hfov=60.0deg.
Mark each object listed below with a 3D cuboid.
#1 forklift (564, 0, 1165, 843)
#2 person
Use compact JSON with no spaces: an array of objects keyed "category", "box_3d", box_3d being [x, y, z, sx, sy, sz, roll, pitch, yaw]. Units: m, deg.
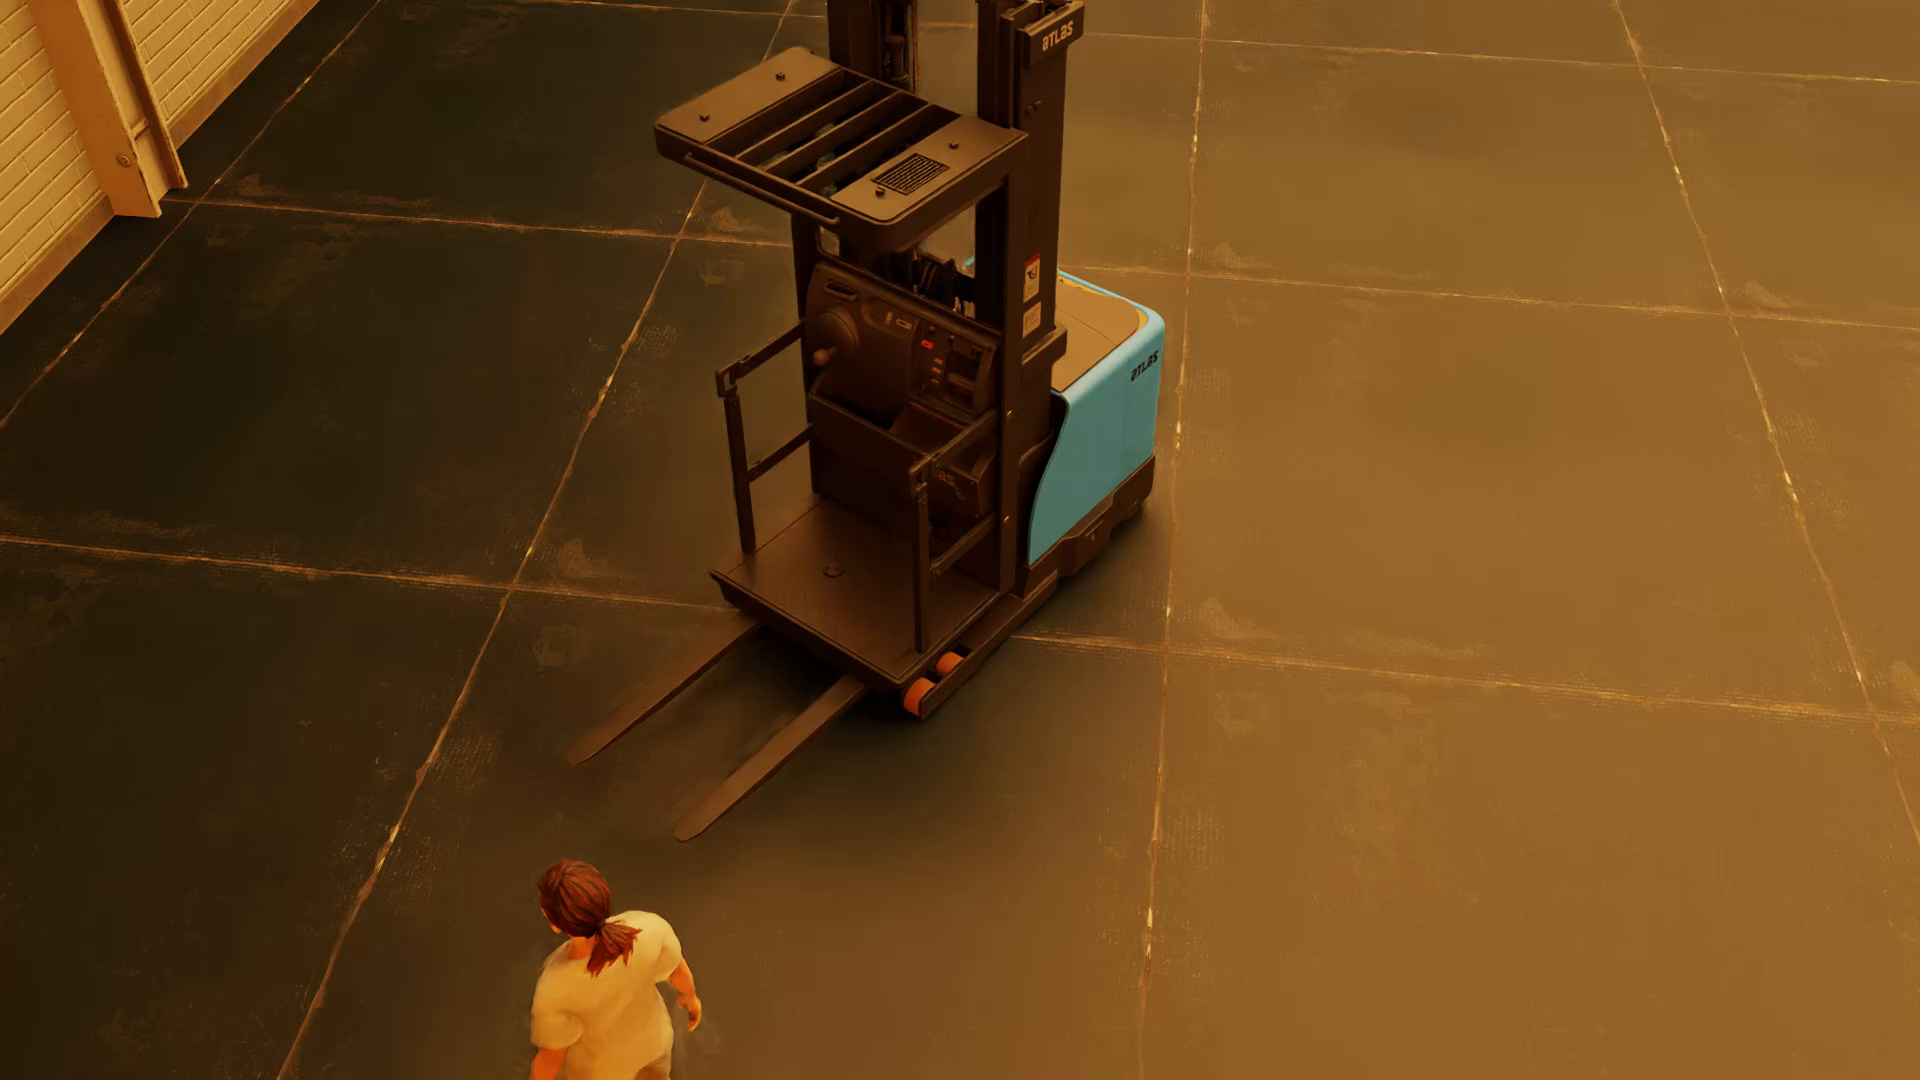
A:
[{"category":"forklift","box_3d":[-0.377,-0.710,6.497,1.130,2.935,3.031,28,49,27]},{"category":"person","box_3d":[-1.078,1.508,5.025,0.421,1.657,0.607,33,52,31]}]
